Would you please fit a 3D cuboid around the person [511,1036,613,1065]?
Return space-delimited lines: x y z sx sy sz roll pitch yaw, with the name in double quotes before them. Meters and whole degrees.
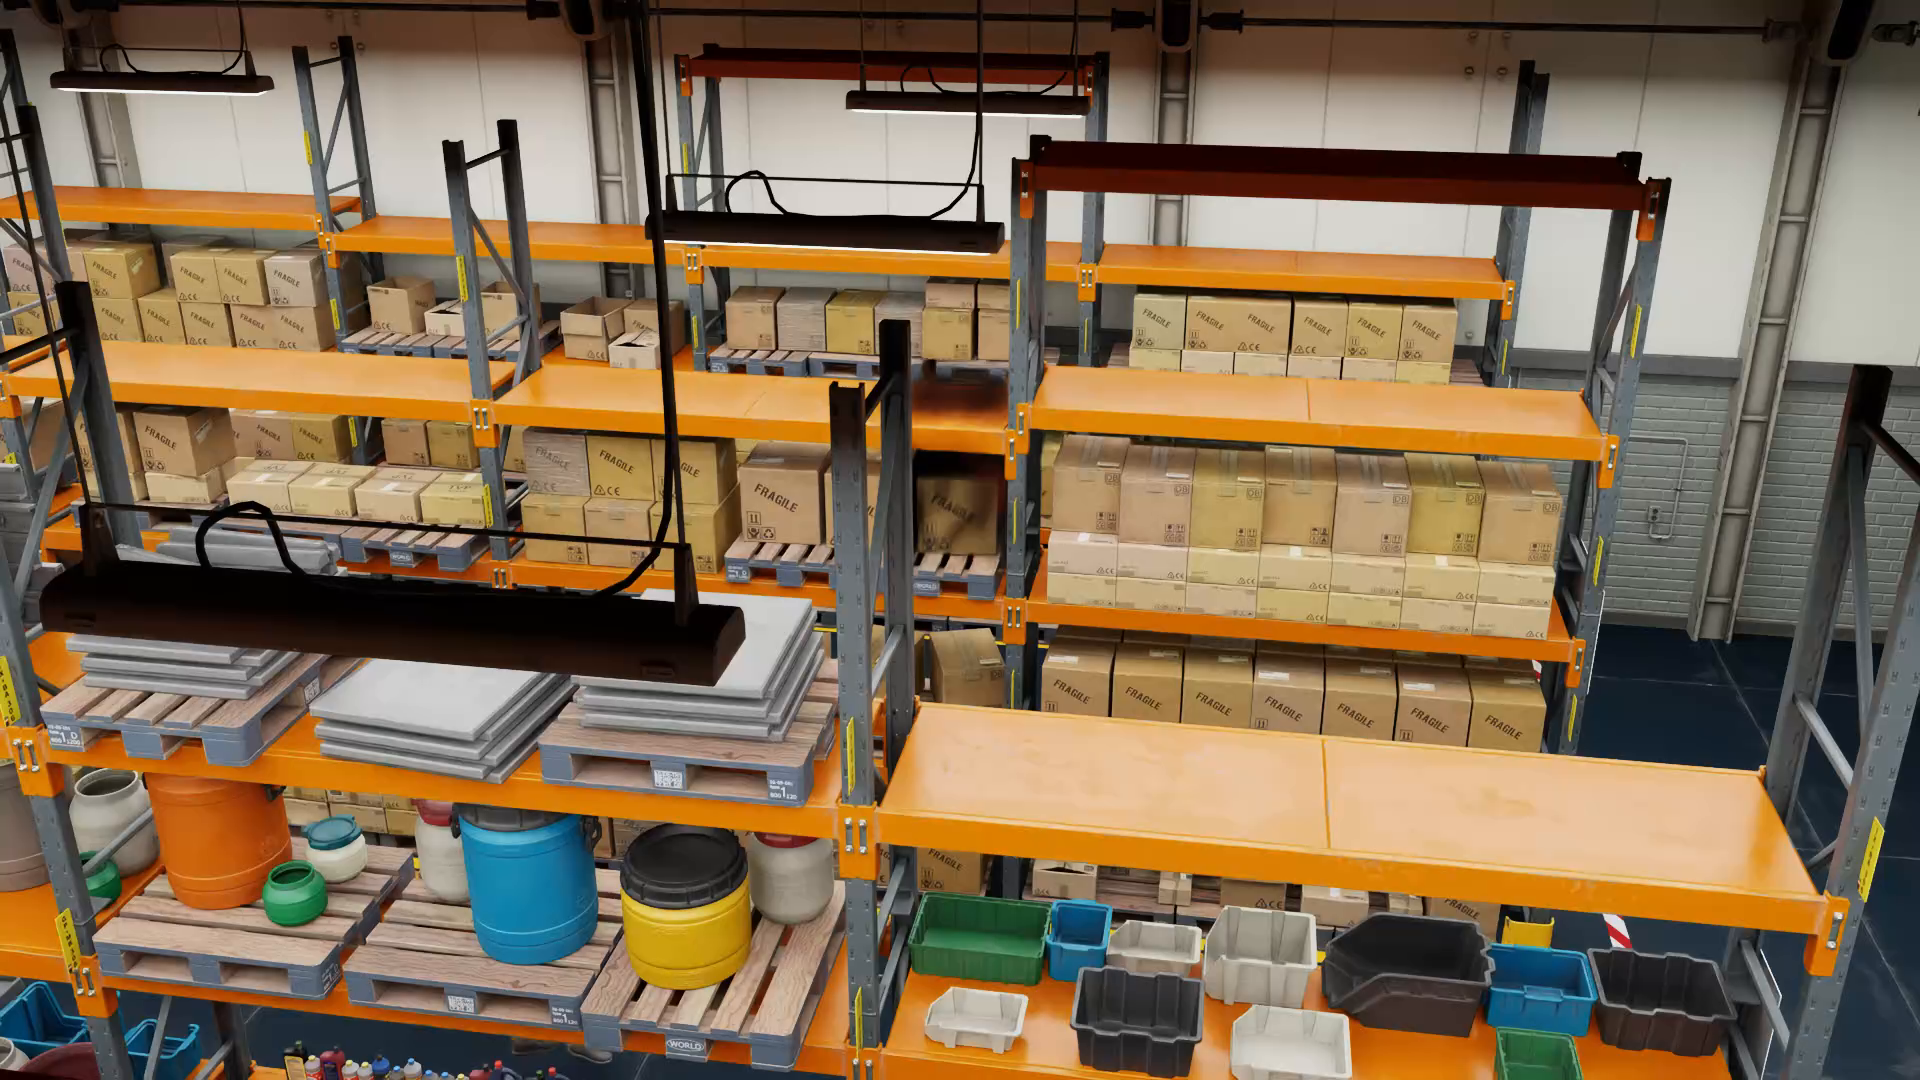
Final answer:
"person" -2.791 2.747 11.232 0.611 1.846 0.578 -14 27 -30
